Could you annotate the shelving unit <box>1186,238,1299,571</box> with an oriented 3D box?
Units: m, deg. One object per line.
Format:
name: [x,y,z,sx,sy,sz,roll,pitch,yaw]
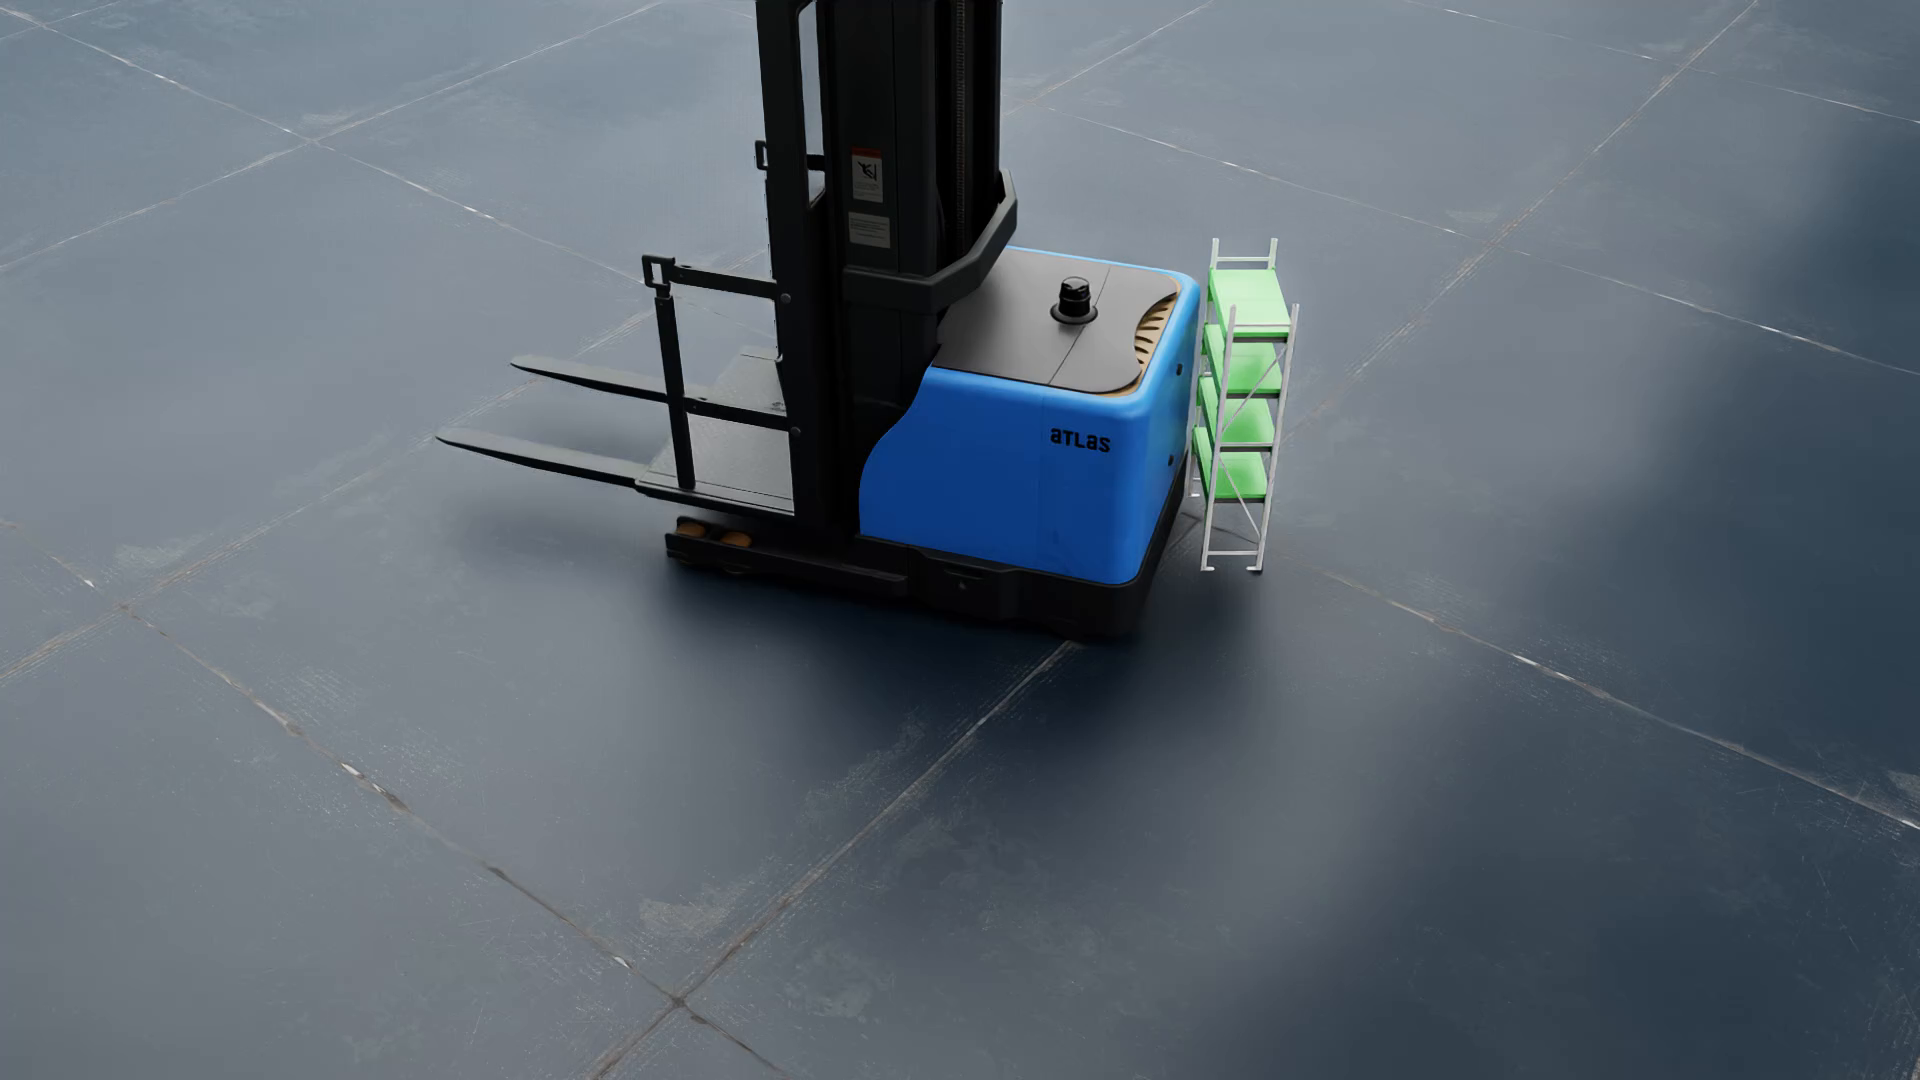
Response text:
shelving unit: [1.073,-0.506,6.423,0.258,1.200,0.503,0,38,0]

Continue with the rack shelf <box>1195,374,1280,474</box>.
rack shelf: [1.073,-0.456,6.463,0.258,0.148,0.480,0,38,0]

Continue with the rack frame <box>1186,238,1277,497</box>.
rack frame: [1.072,-0.657,6.615,0.240,1.200,0.015,0,38,0]

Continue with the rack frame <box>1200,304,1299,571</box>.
rack frame: [1.074,-0.356,6.231,0.240,1.200,0.015,0,38,0]

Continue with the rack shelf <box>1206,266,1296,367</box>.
rack shelf: [1.073,-0.834,6.167,0.258,0.148,0.480,0,38,0]

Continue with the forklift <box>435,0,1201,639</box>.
forklift: [-0.650,-1.317,6.054,3.031,2.935,1.130,11,39,14]

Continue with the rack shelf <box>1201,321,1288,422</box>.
rack shelf: [1.073,-0.645,6.315,0.258,0.148,0.480,0,38,0]

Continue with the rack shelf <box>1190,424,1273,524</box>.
rack shelf: [1.073,-0.267,6.610,0.258,0.148,0.480,0,38,0]
